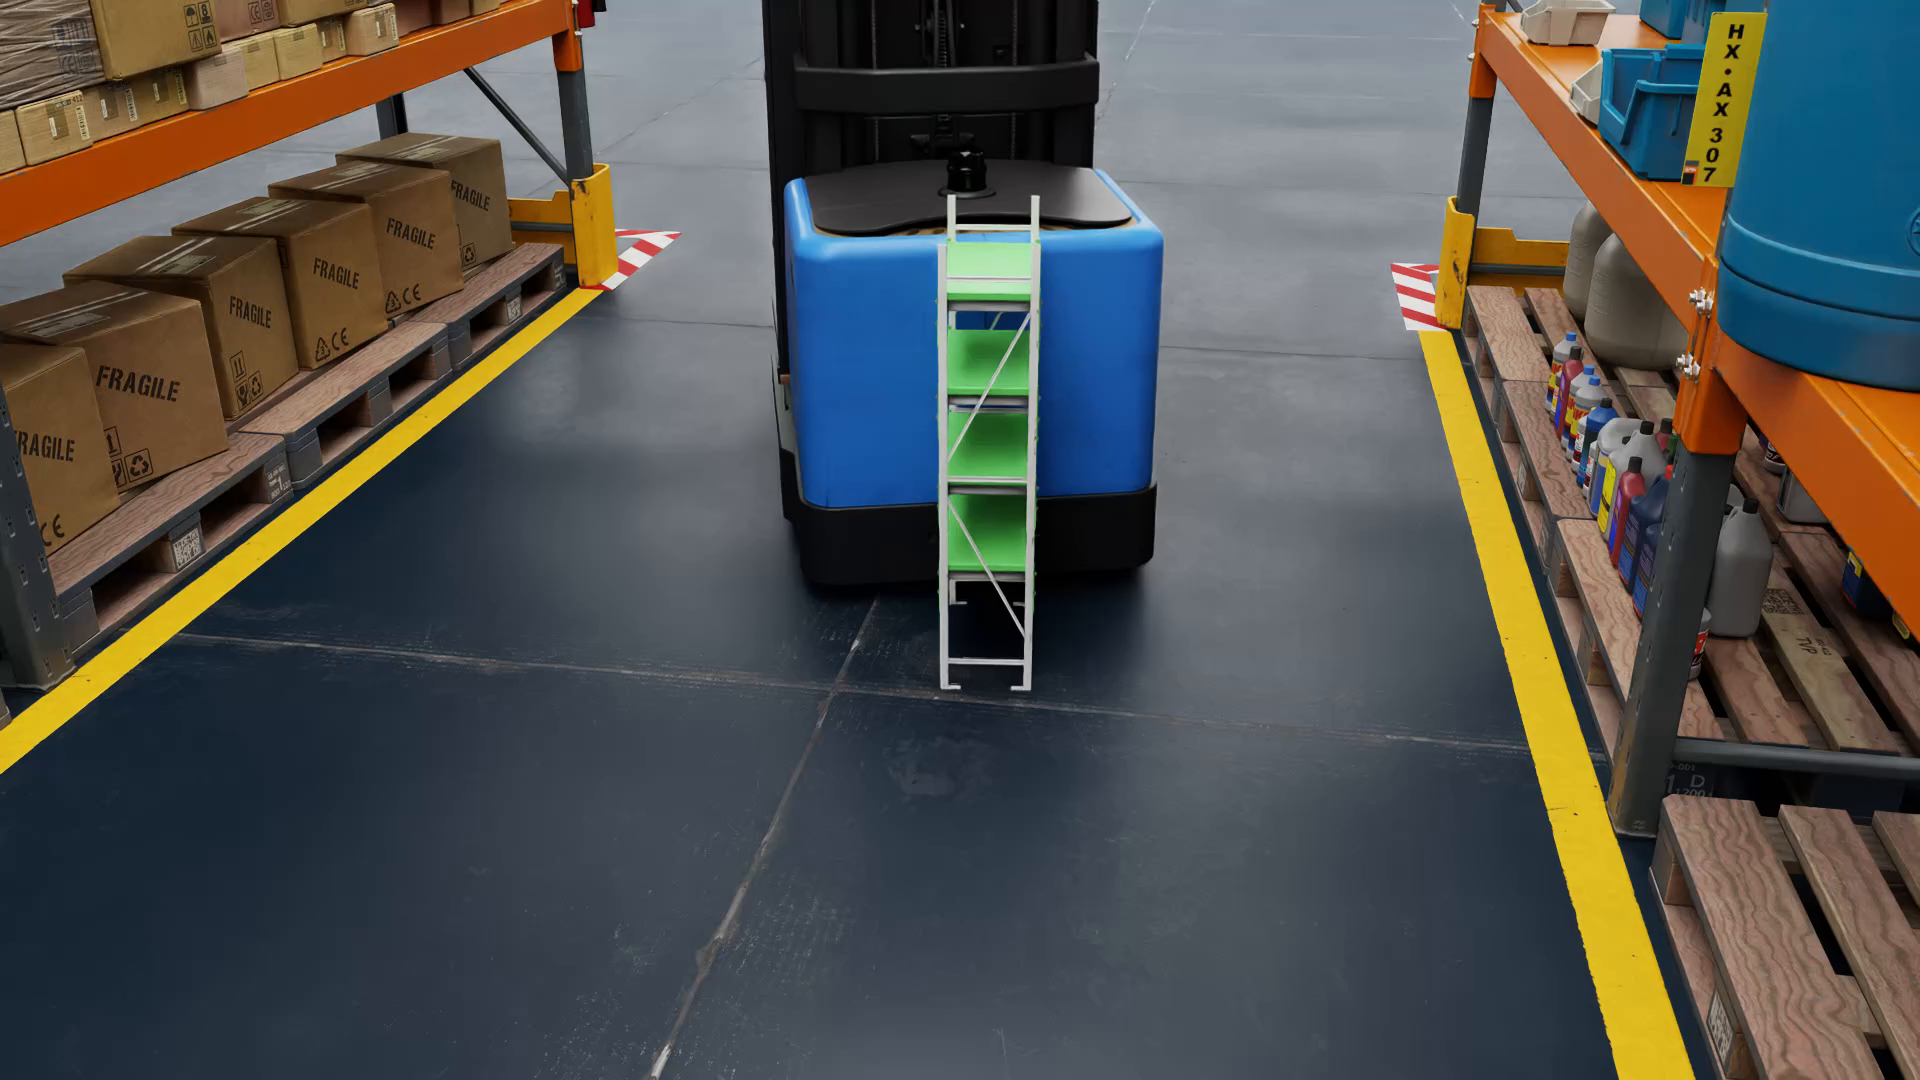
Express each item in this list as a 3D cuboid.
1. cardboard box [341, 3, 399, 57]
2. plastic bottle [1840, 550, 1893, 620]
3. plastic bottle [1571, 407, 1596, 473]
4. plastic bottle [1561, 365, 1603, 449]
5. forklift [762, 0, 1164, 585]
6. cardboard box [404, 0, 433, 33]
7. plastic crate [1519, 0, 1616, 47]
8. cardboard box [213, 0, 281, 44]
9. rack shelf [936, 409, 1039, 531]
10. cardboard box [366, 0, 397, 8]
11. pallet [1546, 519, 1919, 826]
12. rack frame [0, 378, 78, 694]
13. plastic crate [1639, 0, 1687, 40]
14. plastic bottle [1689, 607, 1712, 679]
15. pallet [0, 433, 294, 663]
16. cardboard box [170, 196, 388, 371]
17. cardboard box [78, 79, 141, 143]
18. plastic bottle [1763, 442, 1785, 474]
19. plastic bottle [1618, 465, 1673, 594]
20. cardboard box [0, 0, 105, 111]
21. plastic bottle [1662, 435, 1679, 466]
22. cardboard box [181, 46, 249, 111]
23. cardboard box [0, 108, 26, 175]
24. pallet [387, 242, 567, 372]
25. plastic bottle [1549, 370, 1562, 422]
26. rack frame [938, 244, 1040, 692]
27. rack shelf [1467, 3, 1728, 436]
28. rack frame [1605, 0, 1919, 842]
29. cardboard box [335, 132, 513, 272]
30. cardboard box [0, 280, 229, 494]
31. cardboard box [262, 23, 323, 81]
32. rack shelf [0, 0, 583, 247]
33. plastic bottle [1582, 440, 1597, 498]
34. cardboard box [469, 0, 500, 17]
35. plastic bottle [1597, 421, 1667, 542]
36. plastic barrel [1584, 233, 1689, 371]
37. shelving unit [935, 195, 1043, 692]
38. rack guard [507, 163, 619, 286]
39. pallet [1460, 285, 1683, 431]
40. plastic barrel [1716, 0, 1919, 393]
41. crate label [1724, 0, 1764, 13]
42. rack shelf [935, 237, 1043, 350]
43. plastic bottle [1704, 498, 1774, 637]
[{"bbox_3d":[-2.218,-1.804,5.862,0.380,0.149,0.250,4,25,9],"label":"cardboard box"},{"bbox_3d":[2.398,0.012,4.292,0.144,0.351,0.185,4,25,9],"label":"plastic bottle"},{"bbox_3d":[1.961,-0.311,5.158,0.097,0.201,0.097,0,25,0],"label":"plastic bottle"},{"bbox_3d":[1.993,-0.426,5.321,0.097,0.271,0.097,0,25,0],"label":"plastic bottle"},{"bbox_3d":[-0.129,-1.790,5.618,1.130,2.935,3.031,-3,25,-7],"label":"forklift"},{"bbox_3d":[-2.246,-2.021,6.325,0.380,0.149,0.250,4,25,9],"label":"cardboard box"},{"bbox_3d":[2.189,-1.871,6.020,0.298,0.136,0.250,4,25,9],"label":"plastic crate"},{"bbox_3d":[-2.654,-1.799,5.087,0.875,0.500,0.500,4,25,9],"label":"cardboard box"},{"bbox_3d":[0.078,-0.194,4.399,0.258,0.148,0.480,1,25,2],"label":"rack shelf"},{"bbox_3d":[-2.438,-2.214,5.973,0.875,0.500,0.500,4,25,9],"label":"cardboard box"},{"bbox_3d":[2.150,0.315,4.327,1.003,0.211,1.213,4,25,9],"label":"pallet"},{"bbox_3d":[-2.887,-1.013,3.875,1.000,3.000,0.127,4,25,9],"label":"rack frame"},{"bbox_3d":[2.866,-2.045,6.256,0.499,0.251,0.616,4,25,9],"label":"plastic crate"},{"bbox_3d":[1.751,0.225,4.012,0.097,0.201,0.097,0,25,0],"label":"plastic bottle"},{"bbox_3d":[-2.812,-0.033,5.072,1.003,0.211,1.213,4,25,9],"label":"pallet"},{"bbox_3d":[-2.537,-0.971,6.239,0.500,0.500,0.500,6,26,13],"label":"cardboard box"},{"bbox_3d":[-2.488,-1.178,4.525,0.380,0.149,0.250,4,25,9],"label":"cardboard box"},{"bbox_3d":[2.568,-0.315,5.167,0.097,0.201,0.097,0,25,0],"label":"plastic bottle"},{"bbox_3d":[1.851,-0.039,4.400,0.144,0.351,0.185,3,25,6],"label":"plastic bottle"},{"bbox_3d":[-2.753,-1.377,4.184,0.875,0.500,0.500,4,25,9],"label":"cardboard box"},{"bbox_3d":[2.009,-0.147,4.711,0.061,0.283,0.133,4,25,9],"label":"plastic bottle"},{"bbox_3d":[-2.375,-1.385,4.967,0.380,0.149,0.250,4,25,9],"label":"cardboard box"},{"bbox_3d":[-2.555,-0.968,4.076,0.380,0.149,0.250,4,25,9],"label":"cardboard box"},{"bbox_3d":[-2.414,-1.054,7.252,1.003,0.211,1.213,4,25,9],"label":"pallet"},{"bbox_3d":[2.032,-0.494,5.550,0.097,0.201,0.097,0,25,0],"label":"plastic bottle"},{"bbox_3d":[0.068,-0.148,4.151,0.240,1.200,0.015,1,25,2],"label":"rack frame"},{"bbox_3d":[2.326,-1.180,5.082,1.077,0.370,4.000,4,25,9],"label":"rack shelf"},{"bbox_3d":[1.999,-0.670,3.142,1.000,3.000,0.127,4,25,9],"label":"rack frame"},{"bbox_3d":[-2.352,-1.484,7.335,0.500,0.500,0.500,9,27,18],"label":"cardboard box"},{"bbox_3d":[-2.696,-0.475,5.181,0.500,0.500,0.500,13,28,25],"label":"cardboard box"},{"bbox_3d":[-2.323,-1.596,5.418,0.380,0.149,0.250,4,25,9],"label":"cardboard box"},{"bbox_3d":[-2.560,-1.523,5.815,1.077,0.370,4.000,4,25,9],"label":"rack shelf"},{"bbox_3d":[1.927,-0.225,4.975,0.097,0.201,0.097,0,25,0],"label":"plastic bottle"},{"bbox_3d":[-2.108,-2.226,6.763,0.380,0.149,0.250,4,25,9],"label":"cardboard box"},{"bbox_3d":[1.904,-0.174,4.689,0.144,0.351,0.185,4,25,8],"label":"plastic bottle"},{"bbox_3d":[2.539,-0.916,6.107,0.421,0.512,0.421,0,25,0],"label":"plastic barrel"},{"bbox_3d":[0.078,-0.251,4.372,0.258,1.200,0.503,1,25,2],"label":"shelving unit"},{"bbox_3d":[-2.246,-1.522,7.911,1.175,0.500,0.348,4,25,9],"label":"rack guard"},{"bbox_3d":[2.549,-0.705,6.507,1.003,0.211,1.213,4,25,9],"label":"pallet"},{"bbox_3d":[1.637,-0.756,2.736,0.600,0.901,0.708,4,25,9],"label":"plastic barrel"},{"bbox_3d":[2.619,-1.570,5.024,0.502,0.435,0.616,4,25,9],"label":"crate label"},{"bbox_3d":[0.078,-0.628,4.195,0.258,0.148,0.480,1,25,2],"label":"rack shelf"},{"bbox_3d":[1.962,0.052,4.207,0.144,0.351,0.185,4,25,9],"label":"plastic bottle"}]
